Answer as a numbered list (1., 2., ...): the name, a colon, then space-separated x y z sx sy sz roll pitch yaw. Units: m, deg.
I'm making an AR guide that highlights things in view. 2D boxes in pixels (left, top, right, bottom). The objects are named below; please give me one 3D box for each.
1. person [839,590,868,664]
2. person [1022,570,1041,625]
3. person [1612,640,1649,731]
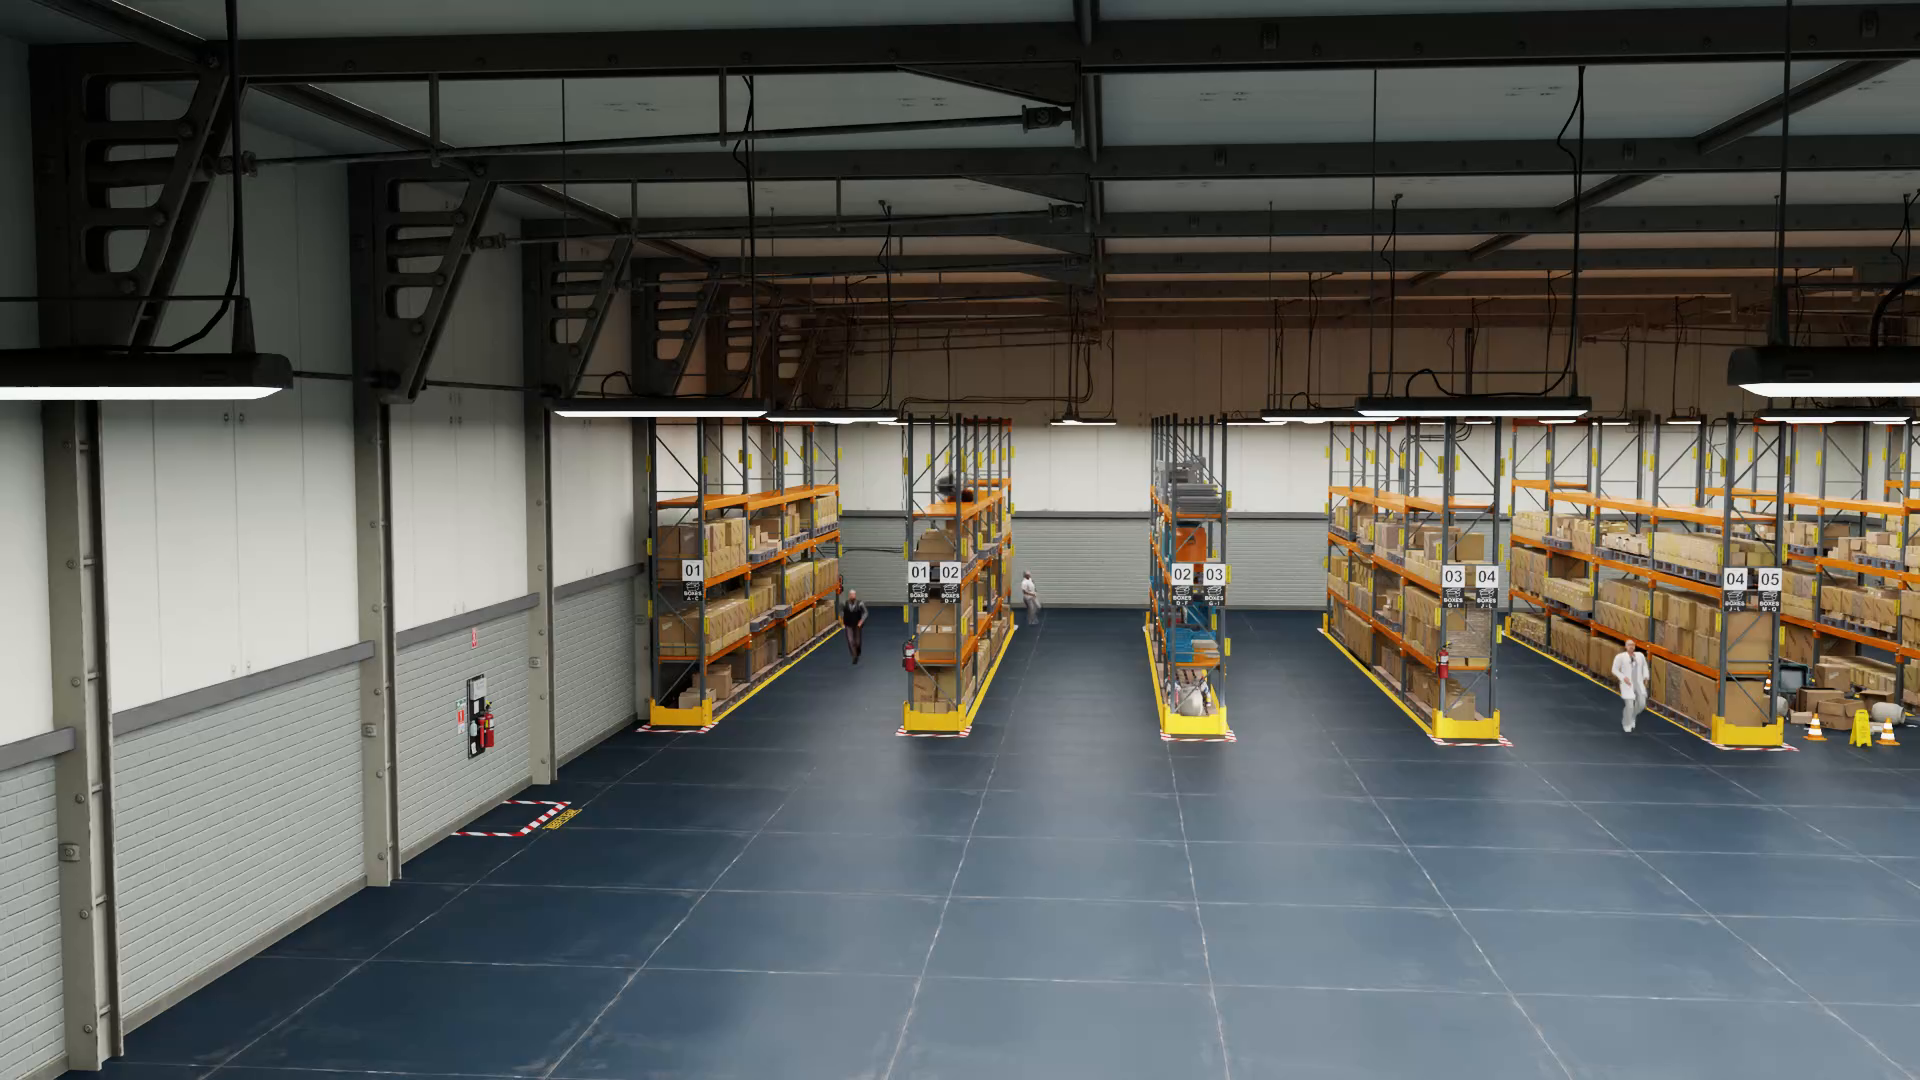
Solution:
1. person: -2.478 2.006 38.644 0.684 1.691 0.794 0 4 4
2. person: 2.053 1.667 48.087 0.581 1.620 0.587 4 5 44
3. person: 12.666 2.747 31.335 0.721 1.738 0.579 0 4 0
